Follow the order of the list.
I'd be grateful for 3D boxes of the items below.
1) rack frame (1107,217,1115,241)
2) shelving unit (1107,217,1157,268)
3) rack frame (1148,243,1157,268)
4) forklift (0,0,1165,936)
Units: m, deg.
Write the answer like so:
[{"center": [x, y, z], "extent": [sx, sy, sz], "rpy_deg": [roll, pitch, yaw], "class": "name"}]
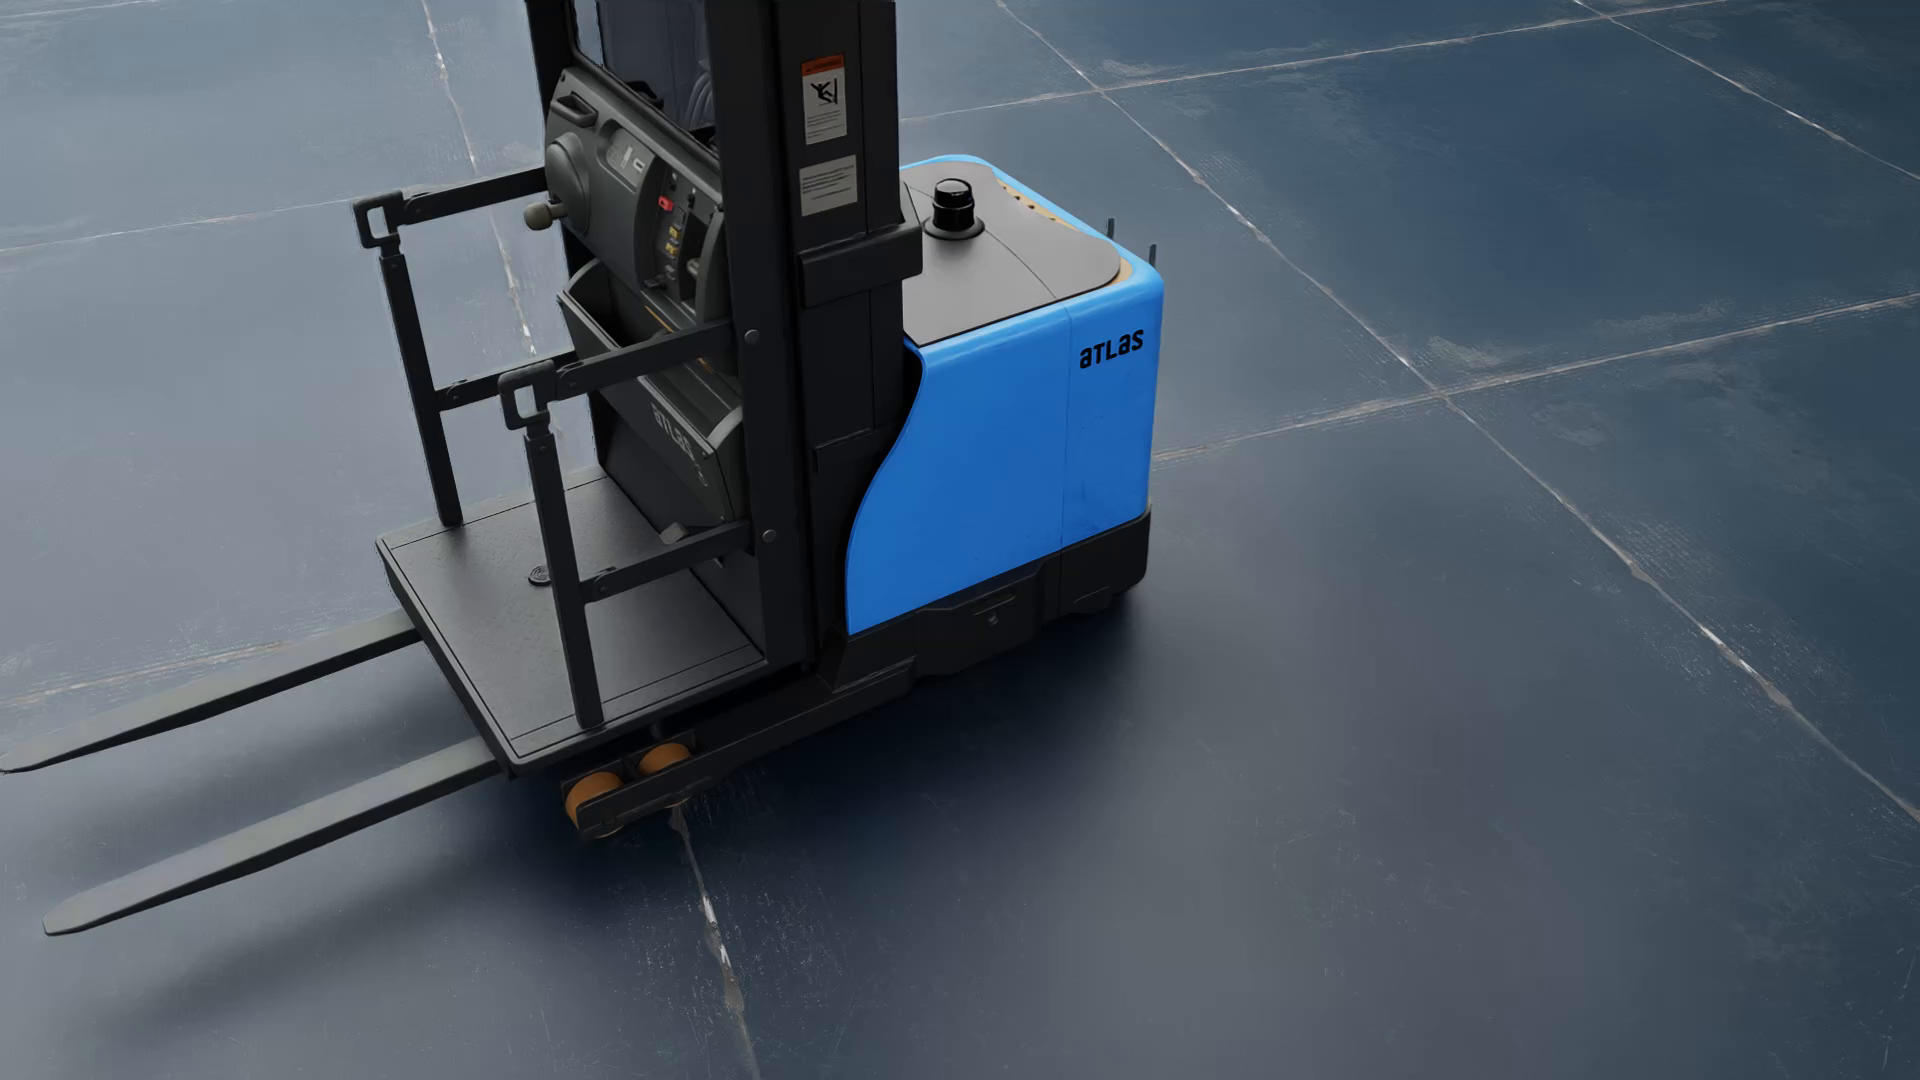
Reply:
[{"center": [0.367, -0.580, 5.272], "extent": [0.240, 0.900, 0.006], "rpy_deg": [-21, 42, -26], "class": "rack frame"}, {"center": [0.423, -0.529, 5.204], "extent": [0.258, 0.900, 0.210], "rpy_deg": [-21, 42, -26], "class": "shelving unit"}, {"center": [0.479, -0.478, 5.136], "extent": [0.240, 0.900, 0.006], "rpy_deg": [-21, 42, -26], "class": "rack frame"}, {"center": [-0.952, -0.776, 3.845], "extent": [3.031, 2.935, 1.130], "rpy_deg": [-21, 42, -26], "class": "forklift"}]
